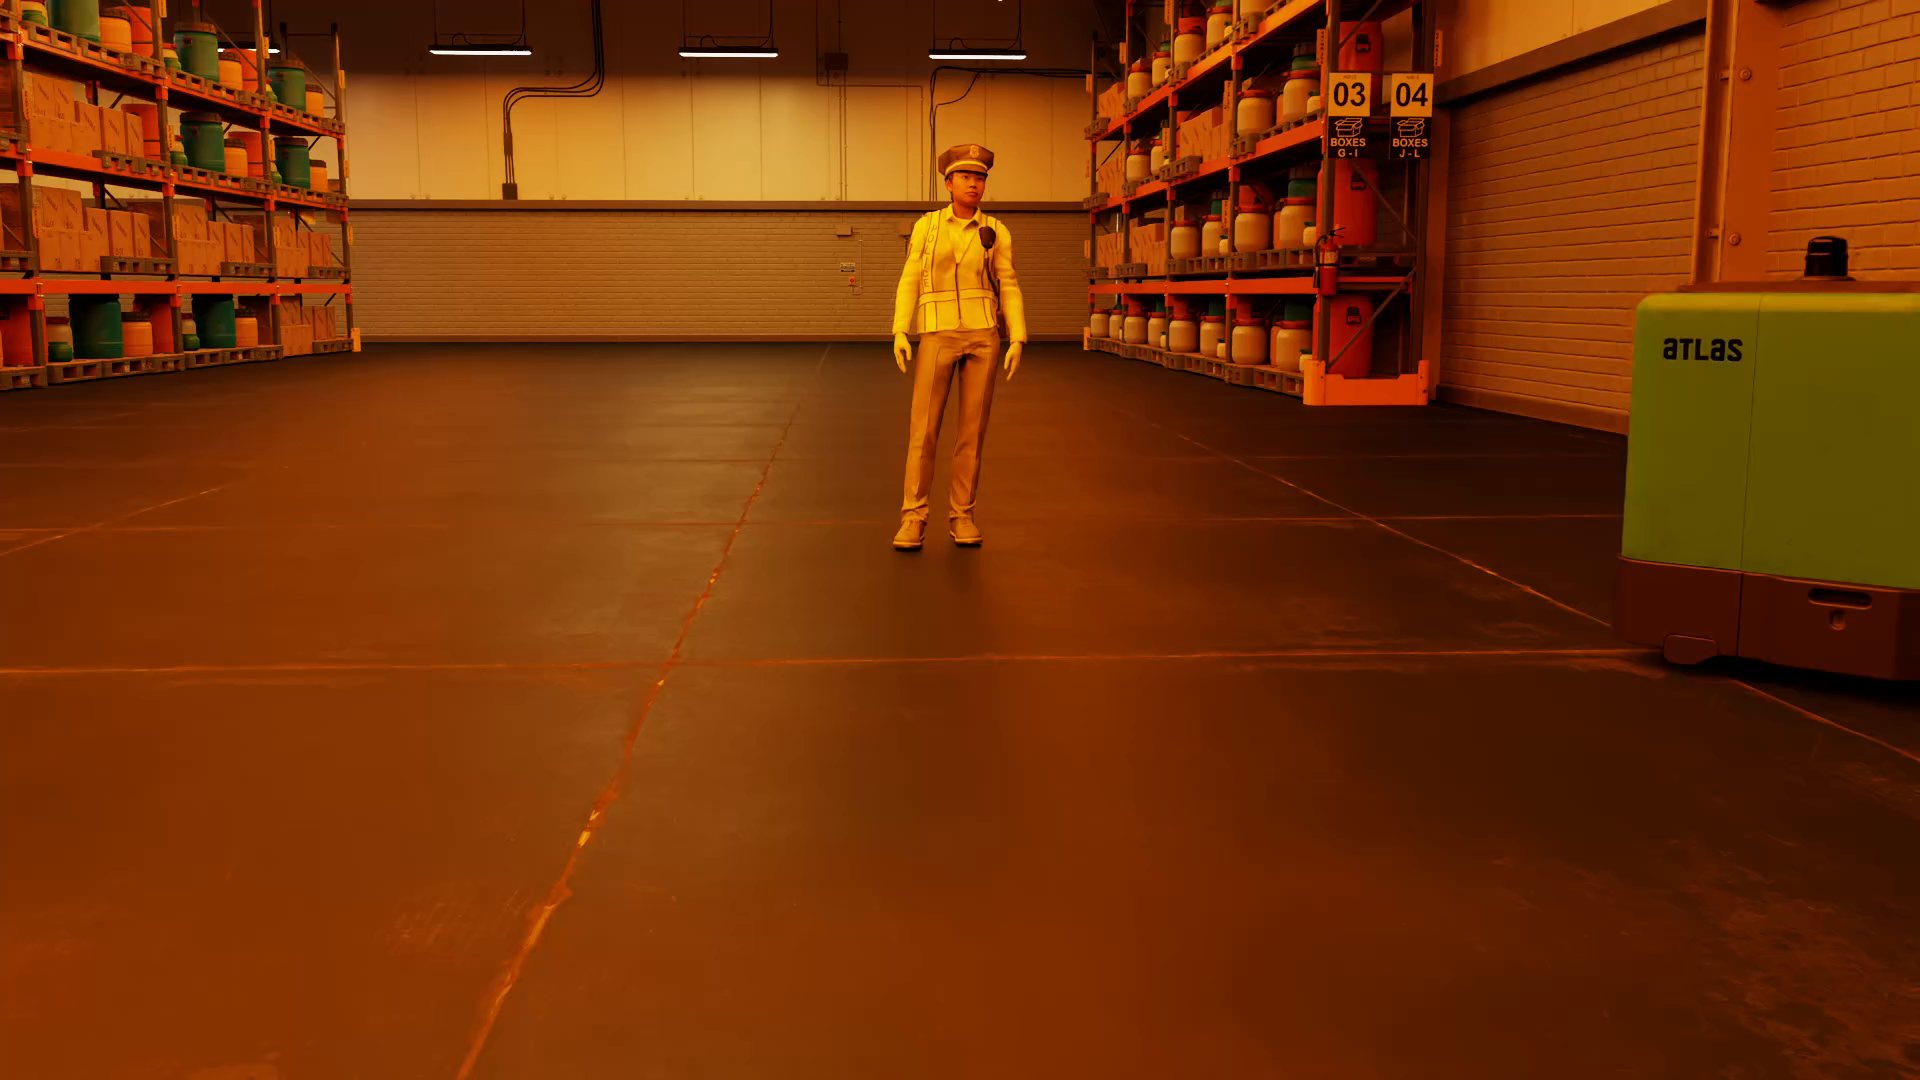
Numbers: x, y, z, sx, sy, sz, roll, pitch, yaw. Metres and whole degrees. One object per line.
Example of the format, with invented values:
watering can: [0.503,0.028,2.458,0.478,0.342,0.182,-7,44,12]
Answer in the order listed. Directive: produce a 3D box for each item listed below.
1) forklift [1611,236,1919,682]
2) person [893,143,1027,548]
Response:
forklift: [3.358,-1.000,4.063,3.031,2.935,1.130,7,11,41]
person: [-0.002,-0.835,7.116,0.587,1.695,0.531,-1,8,-4]
